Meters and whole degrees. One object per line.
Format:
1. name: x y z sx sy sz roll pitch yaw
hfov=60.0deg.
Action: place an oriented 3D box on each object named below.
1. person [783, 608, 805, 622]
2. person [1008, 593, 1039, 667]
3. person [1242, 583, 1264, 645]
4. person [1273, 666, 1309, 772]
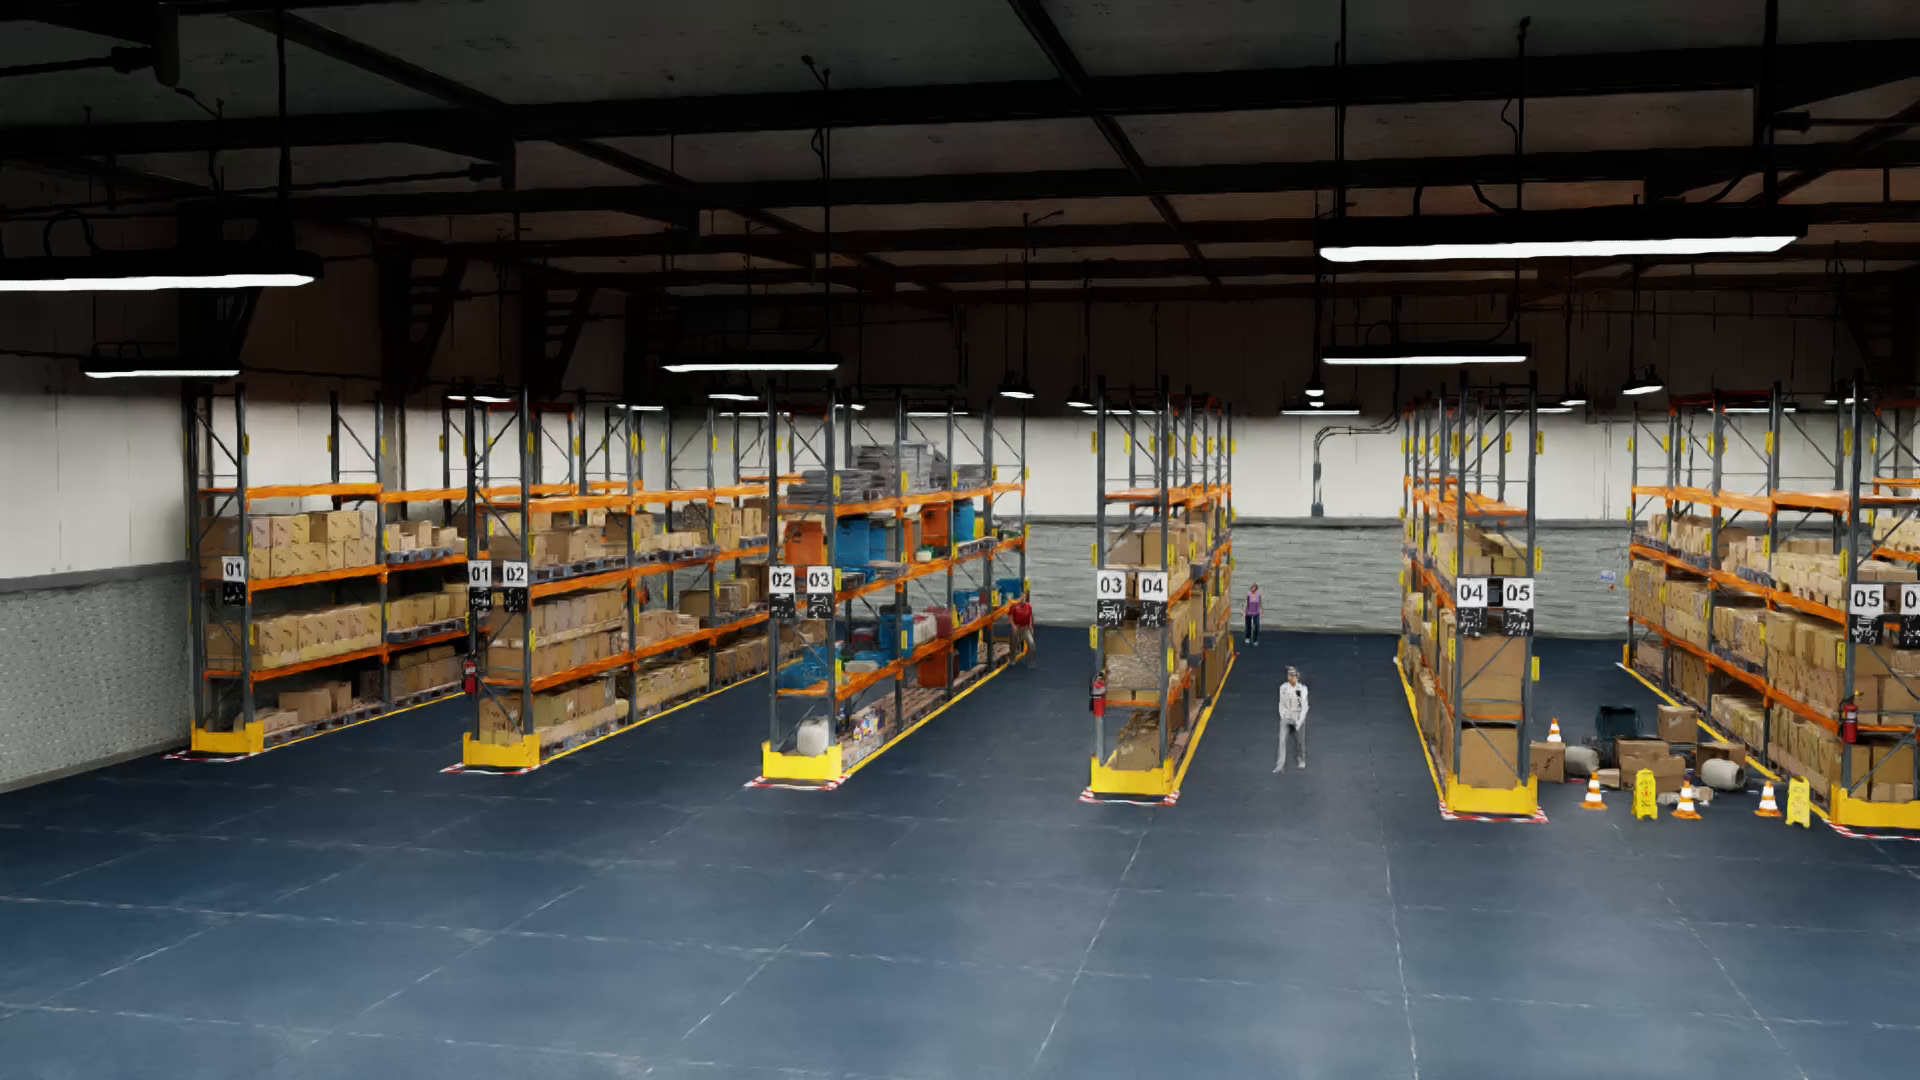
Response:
1. person: -4.600 1.487 46.210 0.598 1.755 0.947 -1 3 -13
2. person: 1.376 2.012 37.501 0.650 1.675 0.759 -1 3 -14
3. person: 7.340 1.841 41.719 0.543 1.562 0.614 0 3 4
4. person: 5.101 2.717 25.445 0.483 1.619 0.990 1 4 22
